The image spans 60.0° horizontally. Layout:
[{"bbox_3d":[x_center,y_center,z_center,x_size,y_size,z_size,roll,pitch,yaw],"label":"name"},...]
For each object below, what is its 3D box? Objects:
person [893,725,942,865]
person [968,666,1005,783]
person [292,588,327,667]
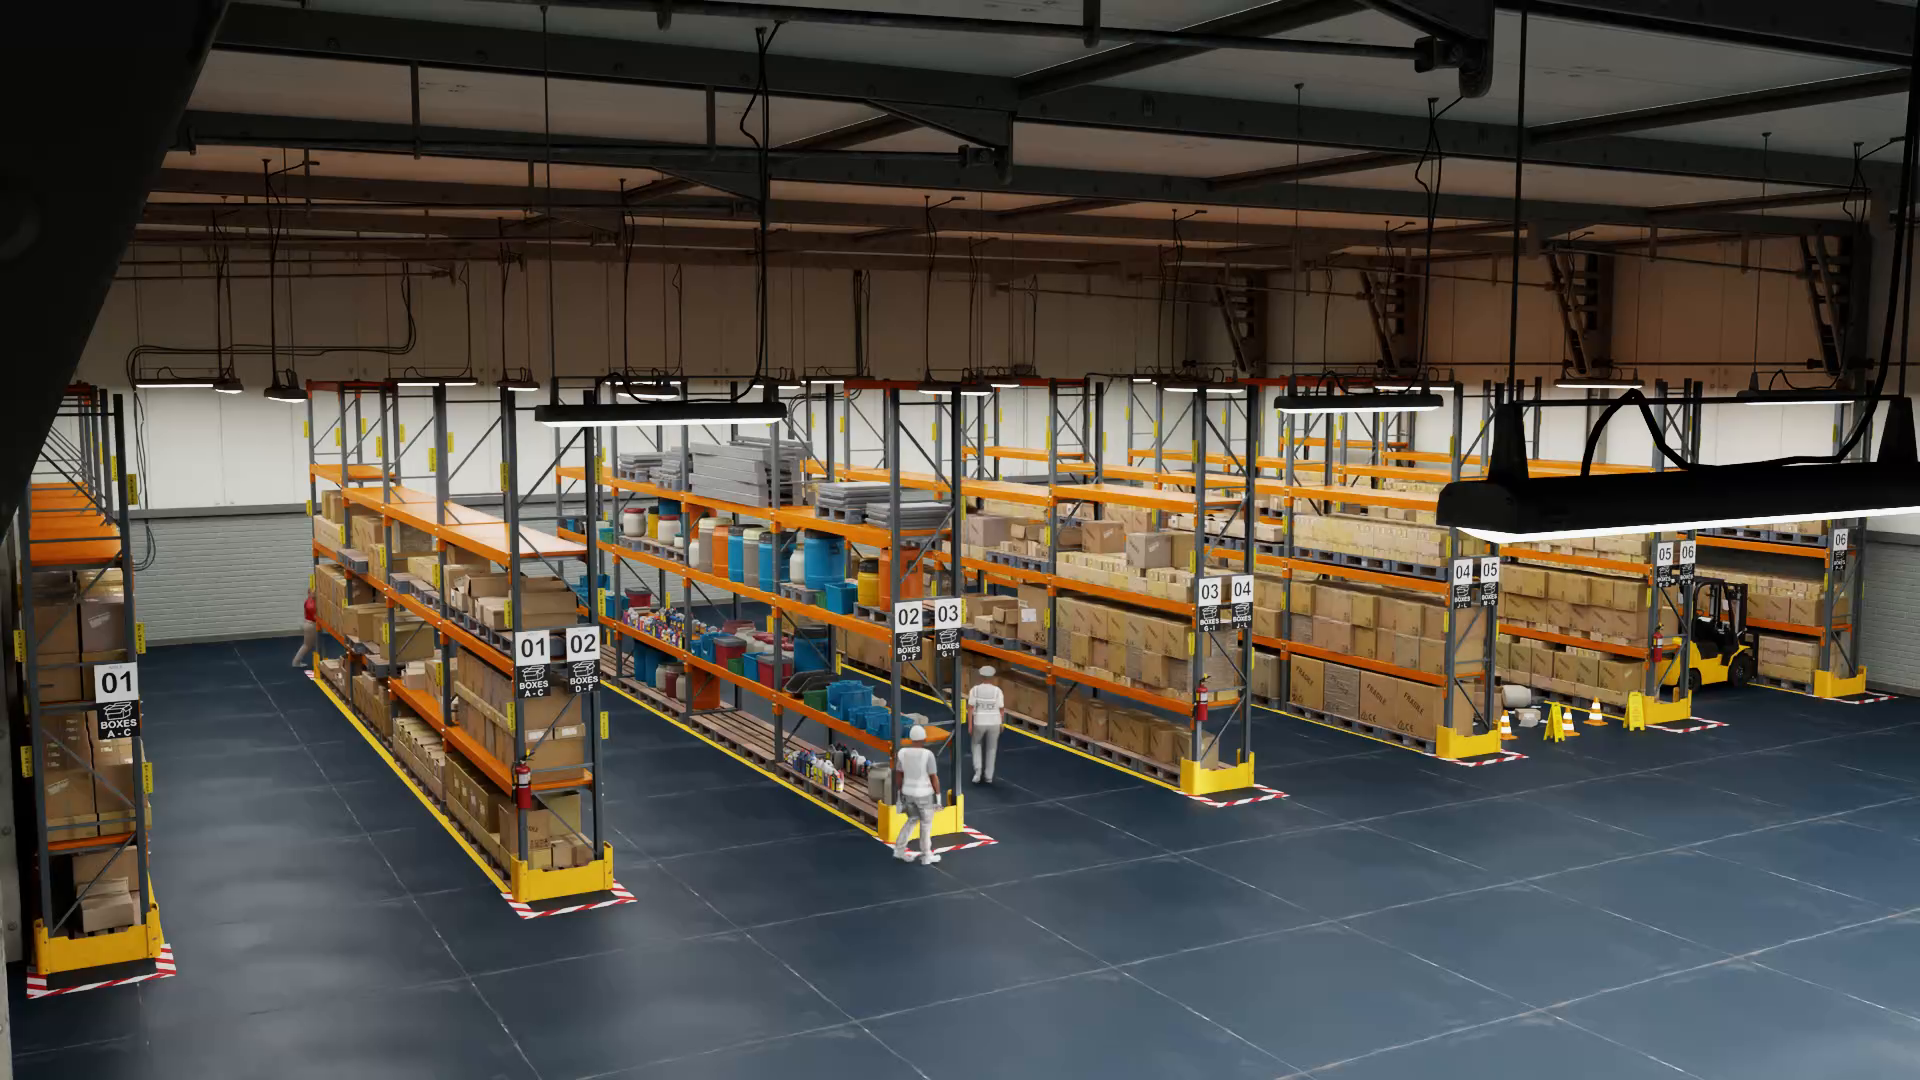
[{"bbox_3d":[-0.519,3.219,21.065,0.611,1.794,0.513,6,8,43],"label":"person"},{"bbox_3d":[0.400,2.785,25.103,0.556,1.809,0.465,0,6,4],"label":"person"},{"bbox_3d":[-13.535,1.822,34.712,0.896,1.696,0.791,-5,8,-37],"label":"person"}]
